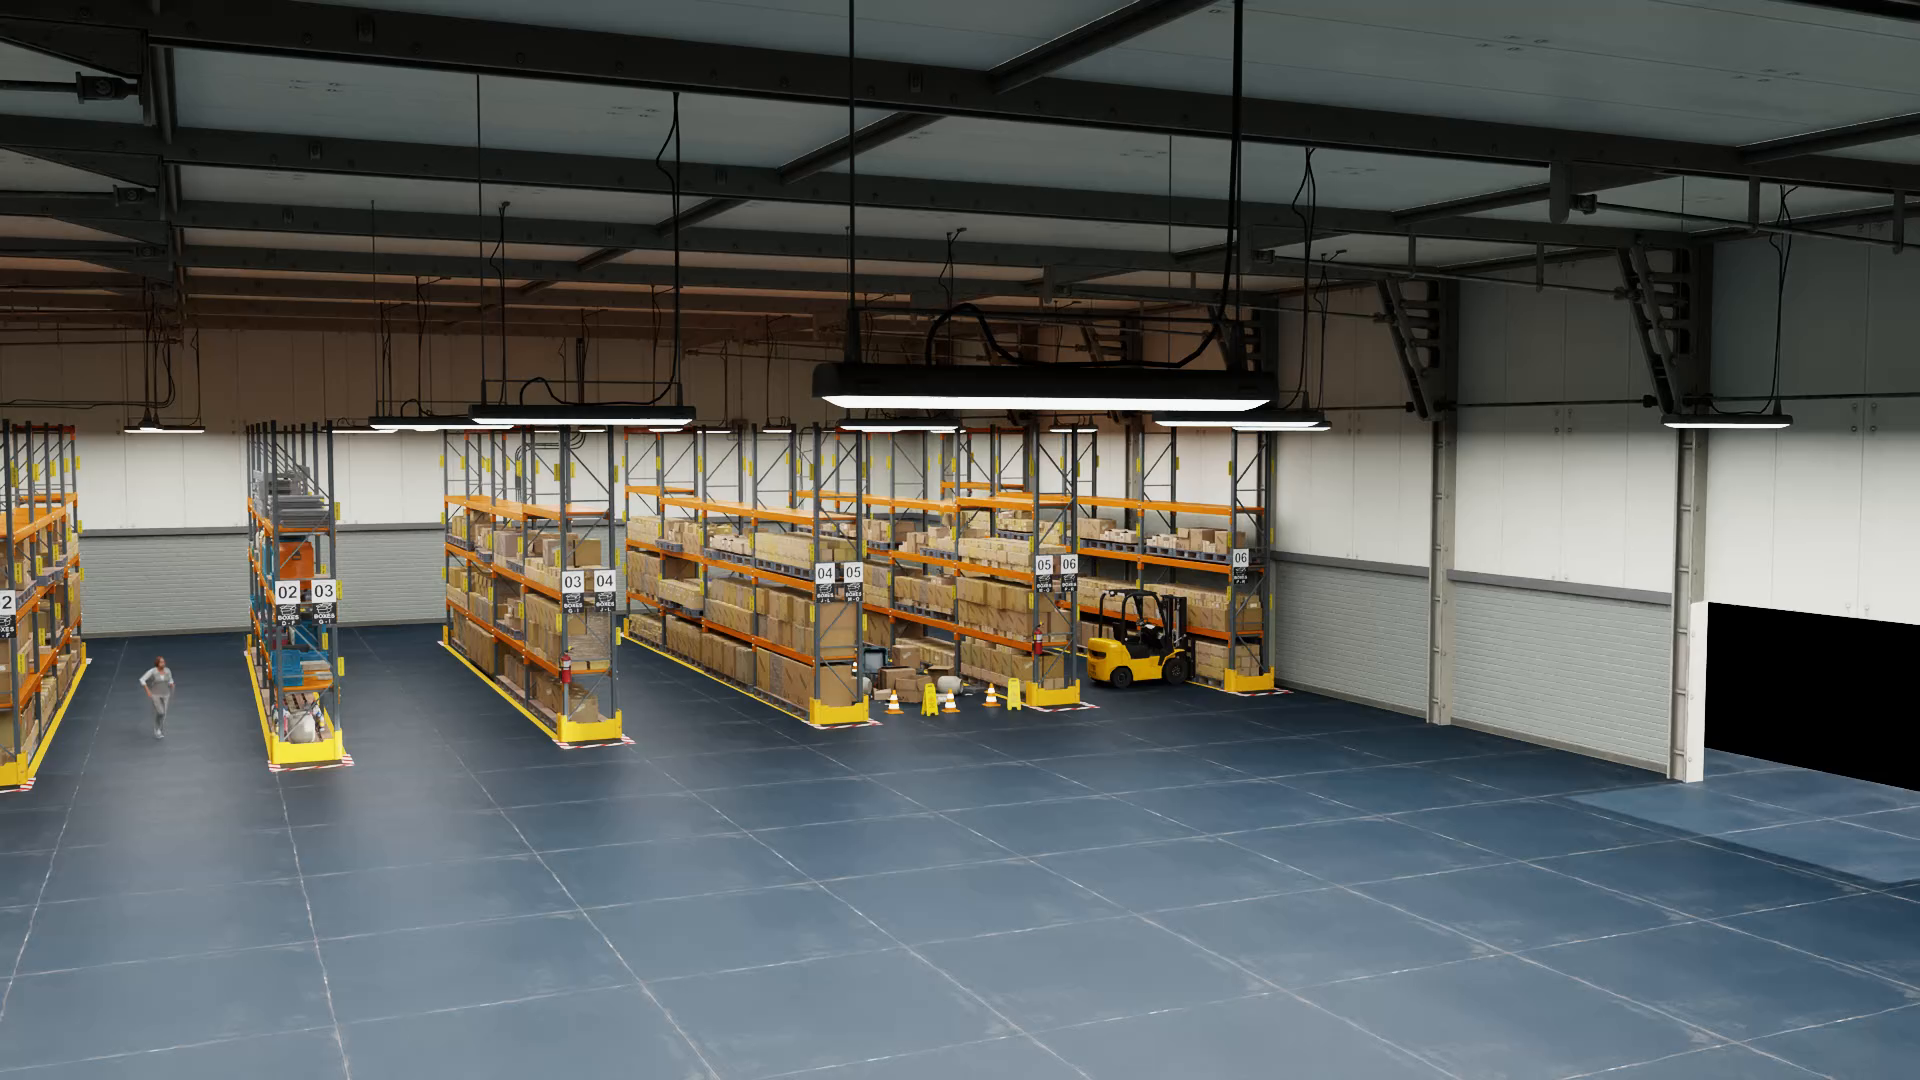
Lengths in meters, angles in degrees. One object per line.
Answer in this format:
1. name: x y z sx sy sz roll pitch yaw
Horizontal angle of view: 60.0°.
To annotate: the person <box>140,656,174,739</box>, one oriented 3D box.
1. person: -15.094 2.976 31.345 0.695 1.571 0.547 4 5 45
